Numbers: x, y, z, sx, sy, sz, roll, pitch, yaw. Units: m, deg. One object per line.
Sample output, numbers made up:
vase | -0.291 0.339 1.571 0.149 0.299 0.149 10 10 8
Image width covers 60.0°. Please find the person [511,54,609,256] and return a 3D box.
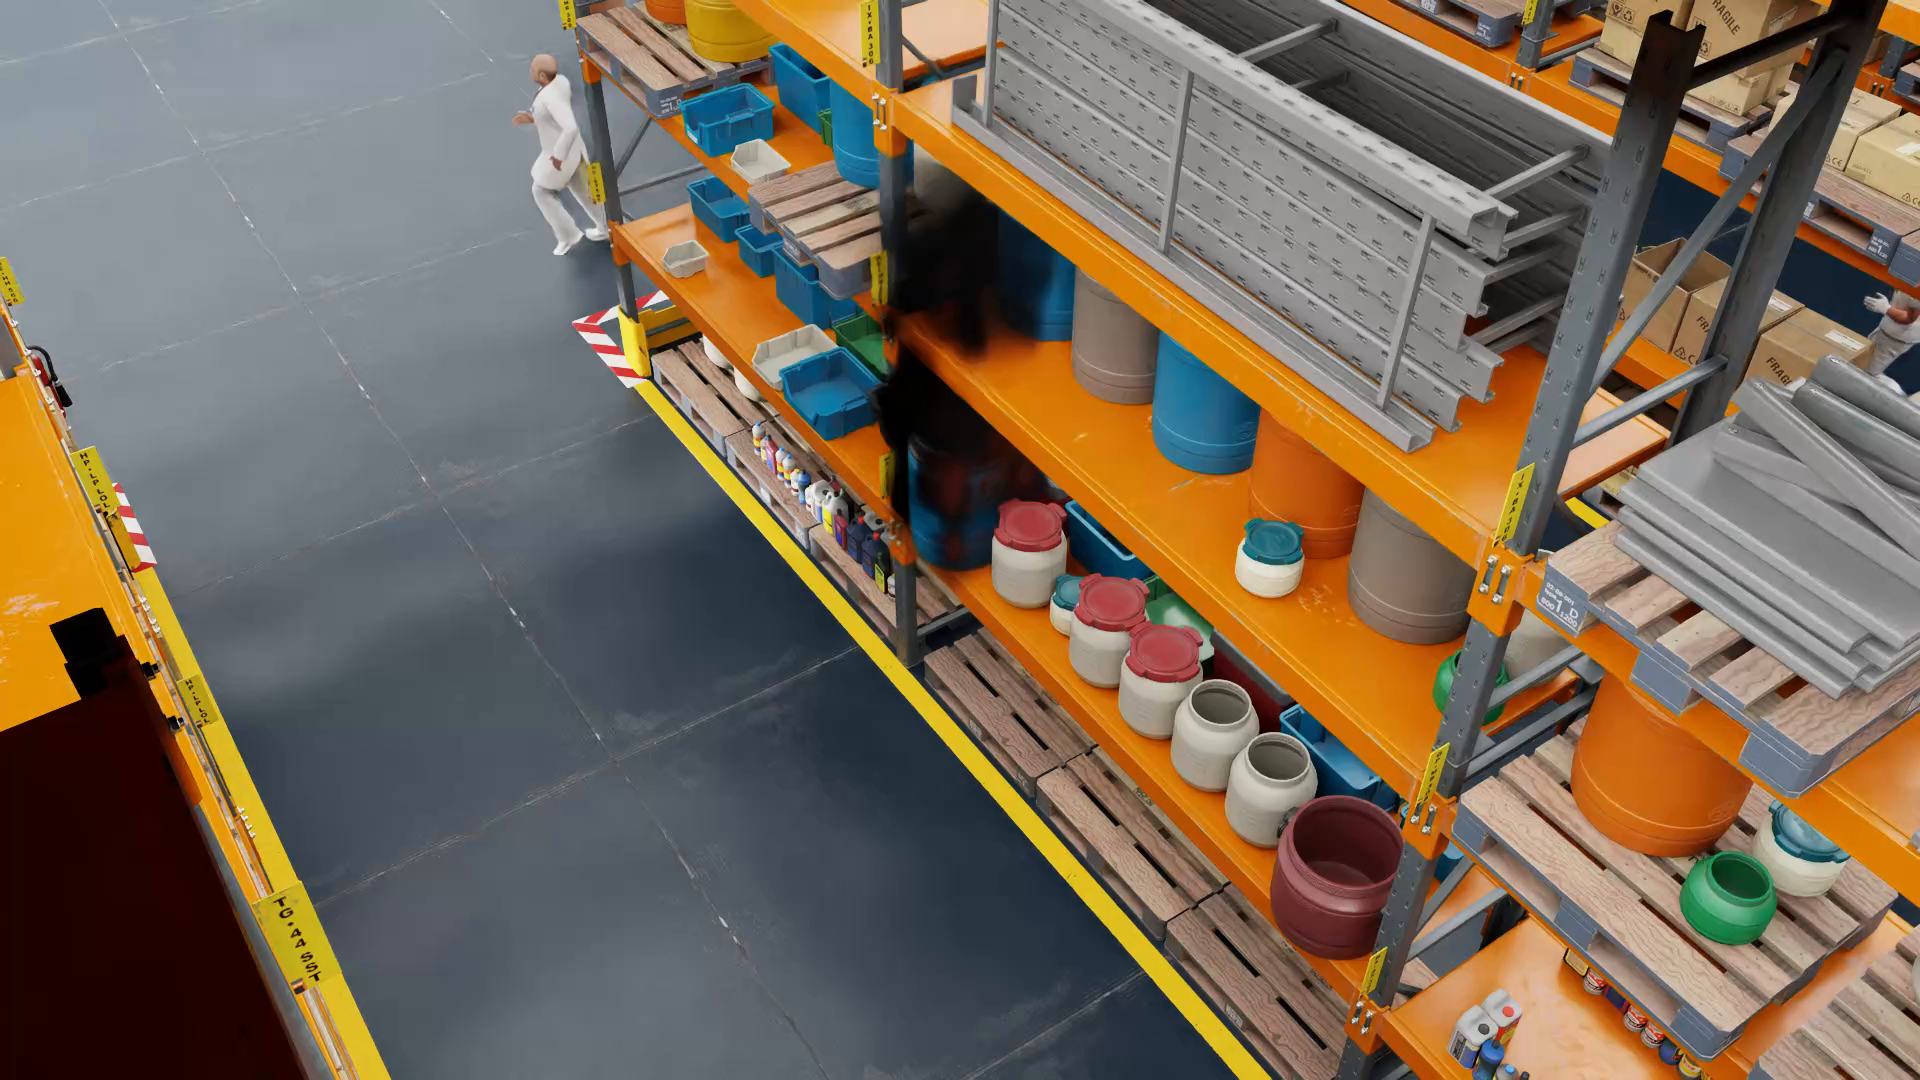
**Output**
person | -3.334 -3.196 13.957 0.814 1.849 0.731 4 43 5

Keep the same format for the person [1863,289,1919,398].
person | 6.926 -1.525 12.131 0.663 1.748 0.780 -31 51 -29
